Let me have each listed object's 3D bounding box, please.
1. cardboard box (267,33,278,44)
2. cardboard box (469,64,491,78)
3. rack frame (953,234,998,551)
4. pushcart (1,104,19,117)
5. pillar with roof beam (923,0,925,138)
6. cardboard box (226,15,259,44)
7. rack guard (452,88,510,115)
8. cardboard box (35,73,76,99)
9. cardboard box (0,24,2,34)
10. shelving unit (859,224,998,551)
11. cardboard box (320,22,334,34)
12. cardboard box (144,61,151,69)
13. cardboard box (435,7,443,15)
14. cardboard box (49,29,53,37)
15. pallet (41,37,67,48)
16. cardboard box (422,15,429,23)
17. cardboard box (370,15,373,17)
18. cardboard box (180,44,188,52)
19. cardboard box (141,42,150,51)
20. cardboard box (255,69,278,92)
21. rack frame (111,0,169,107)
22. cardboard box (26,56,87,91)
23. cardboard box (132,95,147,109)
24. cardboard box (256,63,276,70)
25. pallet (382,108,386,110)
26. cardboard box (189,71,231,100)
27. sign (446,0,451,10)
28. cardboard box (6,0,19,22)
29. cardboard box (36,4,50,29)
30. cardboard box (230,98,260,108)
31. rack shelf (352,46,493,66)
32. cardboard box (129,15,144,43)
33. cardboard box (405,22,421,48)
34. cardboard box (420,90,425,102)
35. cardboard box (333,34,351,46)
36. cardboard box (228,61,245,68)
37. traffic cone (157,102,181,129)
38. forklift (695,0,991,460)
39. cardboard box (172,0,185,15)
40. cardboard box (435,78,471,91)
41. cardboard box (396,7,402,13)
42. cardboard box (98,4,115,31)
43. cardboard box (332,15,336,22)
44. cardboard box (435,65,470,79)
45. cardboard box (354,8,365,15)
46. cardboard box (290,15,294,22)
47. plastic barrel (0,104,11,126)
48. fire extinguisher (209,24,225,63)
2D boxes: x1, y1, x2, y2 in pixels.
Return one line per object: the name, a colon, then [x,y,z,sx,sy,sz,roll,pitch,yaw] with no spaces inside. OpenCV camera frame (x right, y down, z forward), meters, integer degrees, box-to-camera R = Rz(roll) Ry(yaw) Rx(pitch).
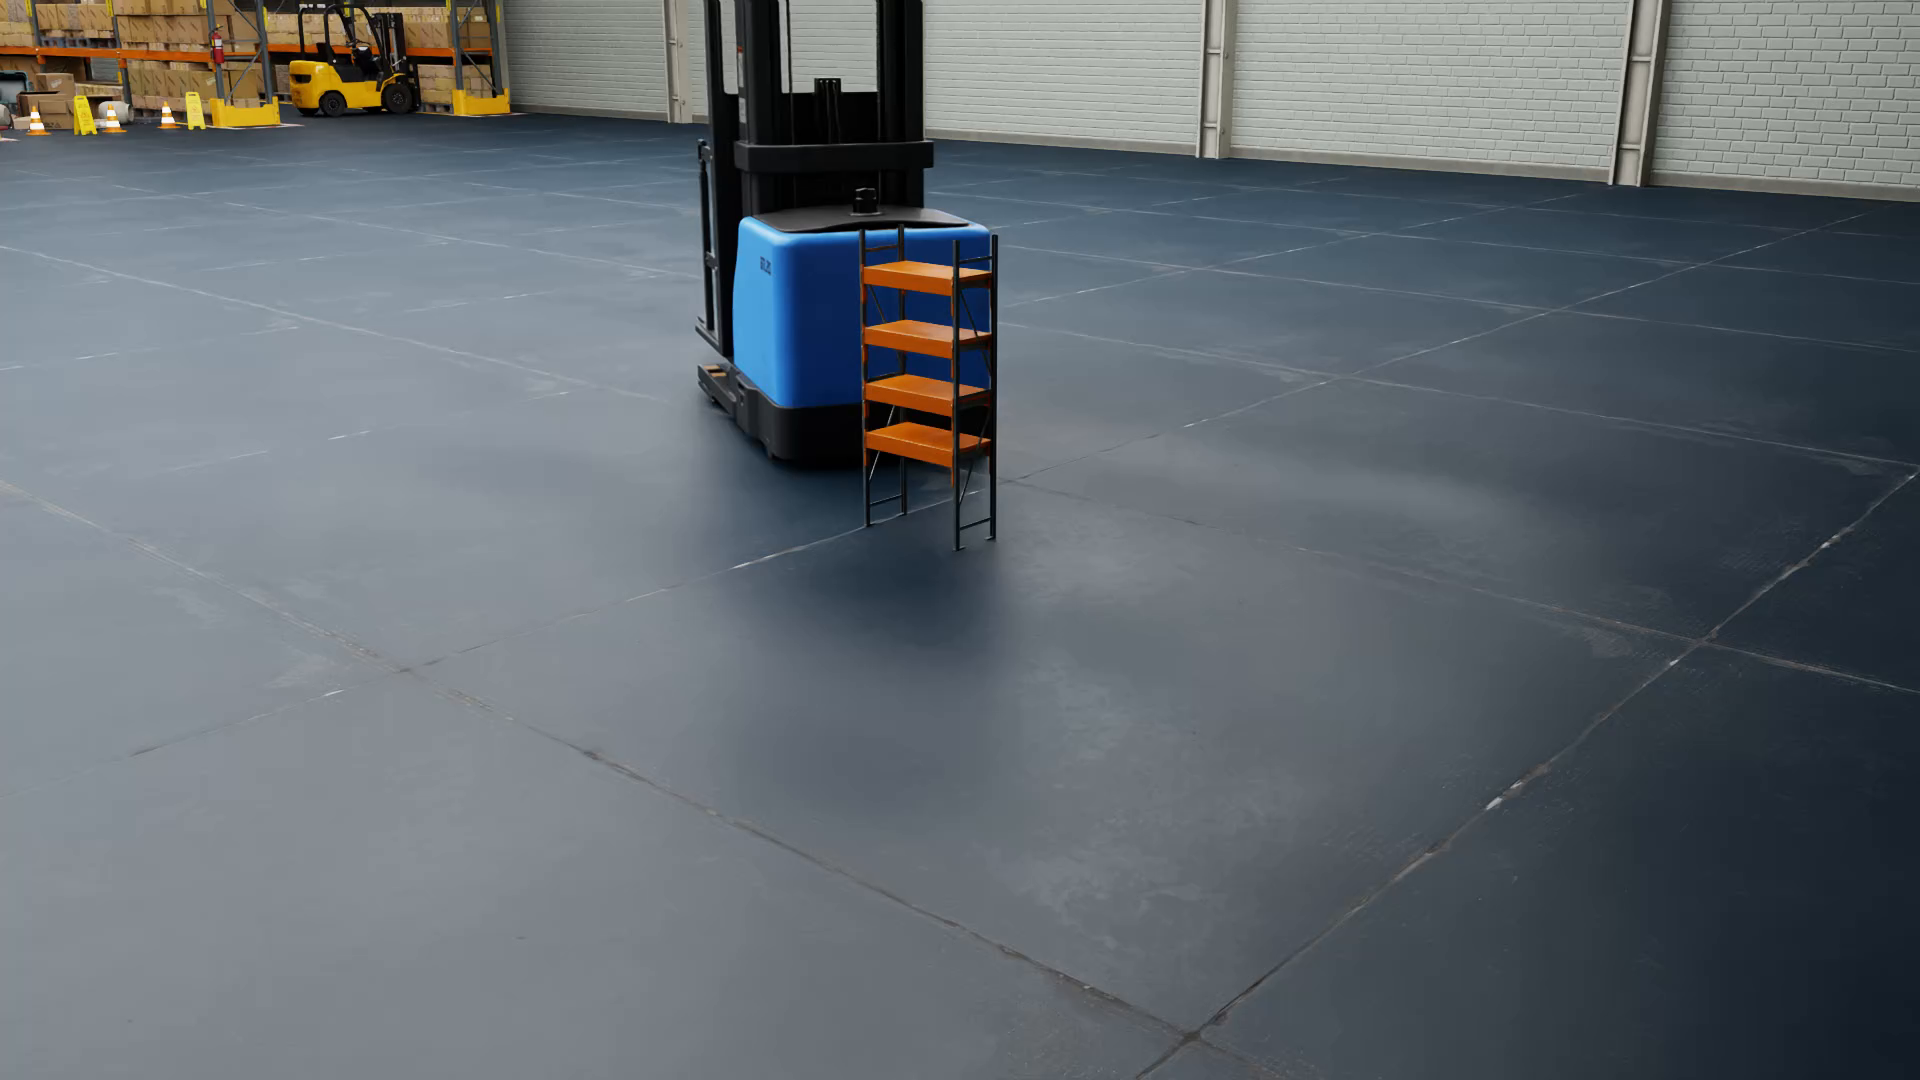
cardboard box: [-15.695,-11.627,38.537,0.500,0.250,0.500,15,23,39]
cardboard box: [-10.115,-9.742,34.548,0.500,0.250,0.500,15,23,38]
rack frame: [0.059,-0.556,6.381,0.015,1.200,0.240,15,23,39]
pushcart: [-17.641,-8.140,31.637,0.936,0.377,1.648,7,19,21]
pillar with roof beam: [-3.686,-10.056,23.422,0.400,9.000,9.100,15,23,39]
cardboard box: [-13.343,-9.460,30.804,0.500,0.500,0.500,15,23,38]
rack guard: [-9.863,-9.040,34.271,0.348,0.500,1.175,15,23,39]
cardboard box: [-17.324,-8.677,31.873,0.500,0.500,0.500,15,23,39]
cardboard box: [-20.858,-11.230,36.460,0.500,0.250,0.500,14,22,38]
shelving unit: [-0.124,-0.605,6.535,0.503,1.200,0.258,15,23,39]
cardboard box: [-13.799,-11.349,36.834,0.500,0.250,0.500,14,23,38]
cardboard box: [-15.463,-9.151,32.027,0.250,0.149,0.380,16,24,41]
cardboard box: [-10.494,-10.802,33.960,0.250,0.149,0.380,15,23,39]
cardboard box: [-18.848,-10.628,34.862,0.250,0.149,0.380,13,22,36]
pallet: [-18.553,-10.509,35.082,1.003,0.211,1.213,15,23,39]
cardboard box: [-10.869,-10.762,34.327,0.250,0.149,0.380,15,23,39]
cardboard box: [-12.401,-11.175,35.628,0.250,0.149,0.380,15,23,39]
cardboard box: [-14.248,-9.147,30.889,0.250,0.149,0.380,16,23,40]
cardboard box: [-15.538,-9.517,32.057,0.250,0.149,0.380,16,24,41]
cardboard box: [-16.324,-10.888,39.398,0.500,0.500,0.500,16,24,41]
rack frame: [-16.165,-9.916,32.897,0.127,3.000,1.000,15,23,39]
cardboard box: [-19.618,-10.064,36.182,0.875,0.875,0.875,15,23,39]
cardboard box: [-15.903,-8.626,32.684,0.500,0.250,0.500,14,22,37]
cardboard box: [-16.402,-11.202,39.317,0.250,0.149,0.380,14,22,37]
pallet: [-12.306,-9.541,36.327,1.213,0.211,1.003,15,23,39]
cardboard box: [-13.945,-8.462,30.927,0.500,0.500,0.500,15,23,40]
sign: [-10.252,-10.781,33.319,0.005,0.325,0.100,15,23,39]
cardboard box: [-20.106,-11.389,35.721,0.500,0.500,0.500,16,23,40]
cardboard box: [-18.974,-10.966,34.855,0.500,0.500,0.500,14,22,38]
cardboard box: [-13.593,-8.227,31.427,0.500,0.250,0.500,15,23,39]
rack shelf: [-11.377,-10.295,35.282,4.000,0.370,1.077,15,23,39]
cardboard box: [-15.630,-9.858,32.059,0.500,0.500,0.500,15,23,39]
cardboard box: [-11.189,-10.533,34.675,0.500,0.500,0.500,14,23,38]
cardboard box: [-11.176,-9.353,34.976,0.500,0.250,0.500,15,23,40]
cardboard box: [-13.423,-11.010,36.593,0.500,0.250,0.500,16,23,40]
cardboard box: [-17.525,-11.536,40.368,0.250,0.149,0.380,15,23,39]
traffic cone: [-14.351,-7.698,30.103,0.334,0.463,0.336,15,23,39]
forklift: [-0.798,-2.166,8.591,1.130,2.935,3.031,-6,19,-18]
cardboard box: [-14.074,-9.935,30.648,0.500,0.500,0.700,15,23,40]
cardboard box: [-10.453,-9.391,34.269,0.500,0.250,0.500,15,23,39]
cardboard box: [-11.617,-11.120,34.963,0.250,0.149,0.380,15,23,39]
cardboard box: [-16.663,-10.346,32.902,0.500,0.500,0.500,15,23,38]
cardboard box: [-13.629,-11.524,36.726,0.250,0.149,0.380,15,23,39]
cardboard box: [-10.433,-9.624,34.178,0.500,0.250,0.500,16,24,41]
cardboard box: [-12.831,-11.407,35.867,0.250,0.149,0.380,16,23,40]
cardboard box: [-15.000,-11.876,37.838,0.250,0.149,0.380,15,23,40]
plastic barrel: [-17.508,-7.667,30.070,0.512,0.421,0.421,-3,18,-8]
fire extinguisher: [-13.393,-8.949,29.977,0.183,0.674,0.296,15,23,39]
